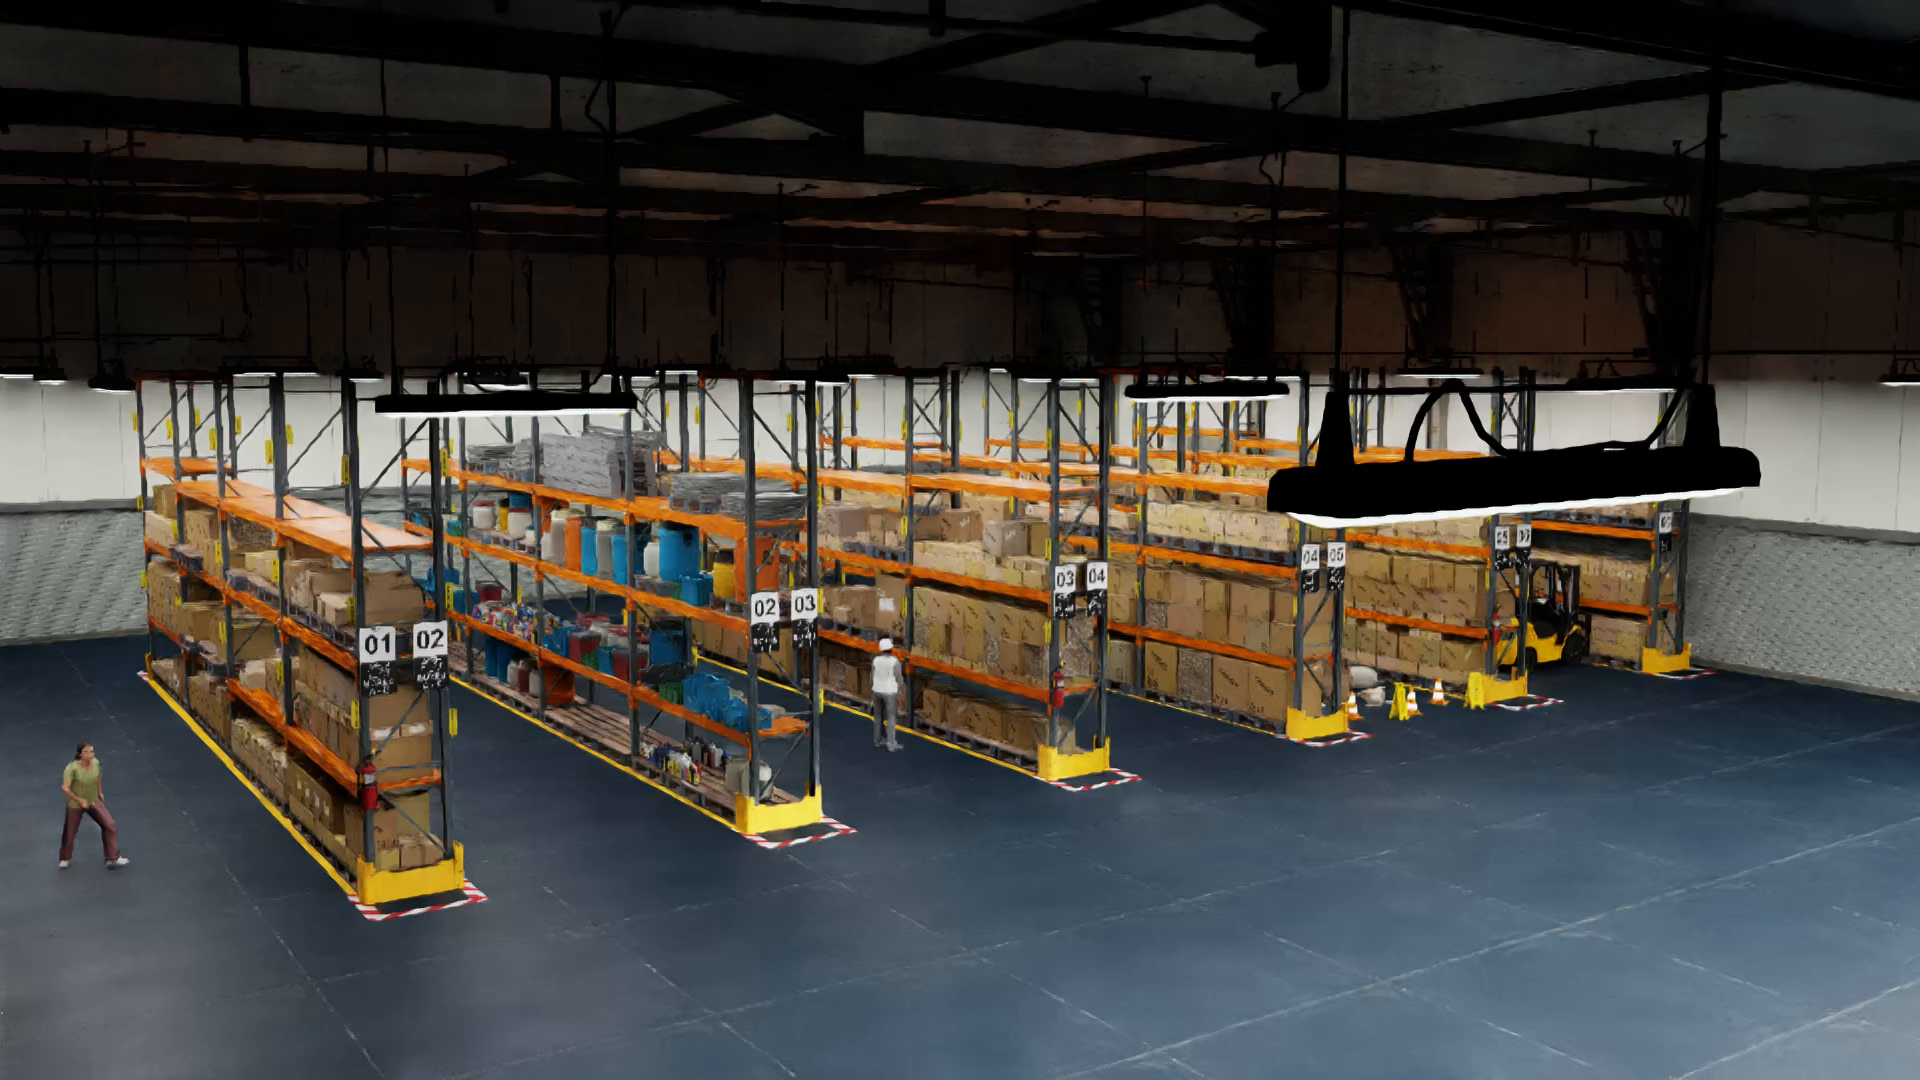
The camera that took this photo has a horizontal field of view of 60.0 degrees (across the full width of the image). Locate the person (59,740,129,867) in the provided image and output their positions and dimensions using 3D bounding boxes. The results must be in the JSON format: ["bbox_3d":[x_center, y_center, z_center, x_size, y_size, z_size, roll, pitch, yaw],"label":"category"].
[{"bbox_3d":[-10.733,3.224,20.411,0.812,1.603,0.615,5,8,38],"label":"person"}]

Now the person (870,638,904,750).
[{"bbox_3d":[-1.156,2.444,26.581,0.586,1.771,0.448,3,7,25],"label":"person"}]
